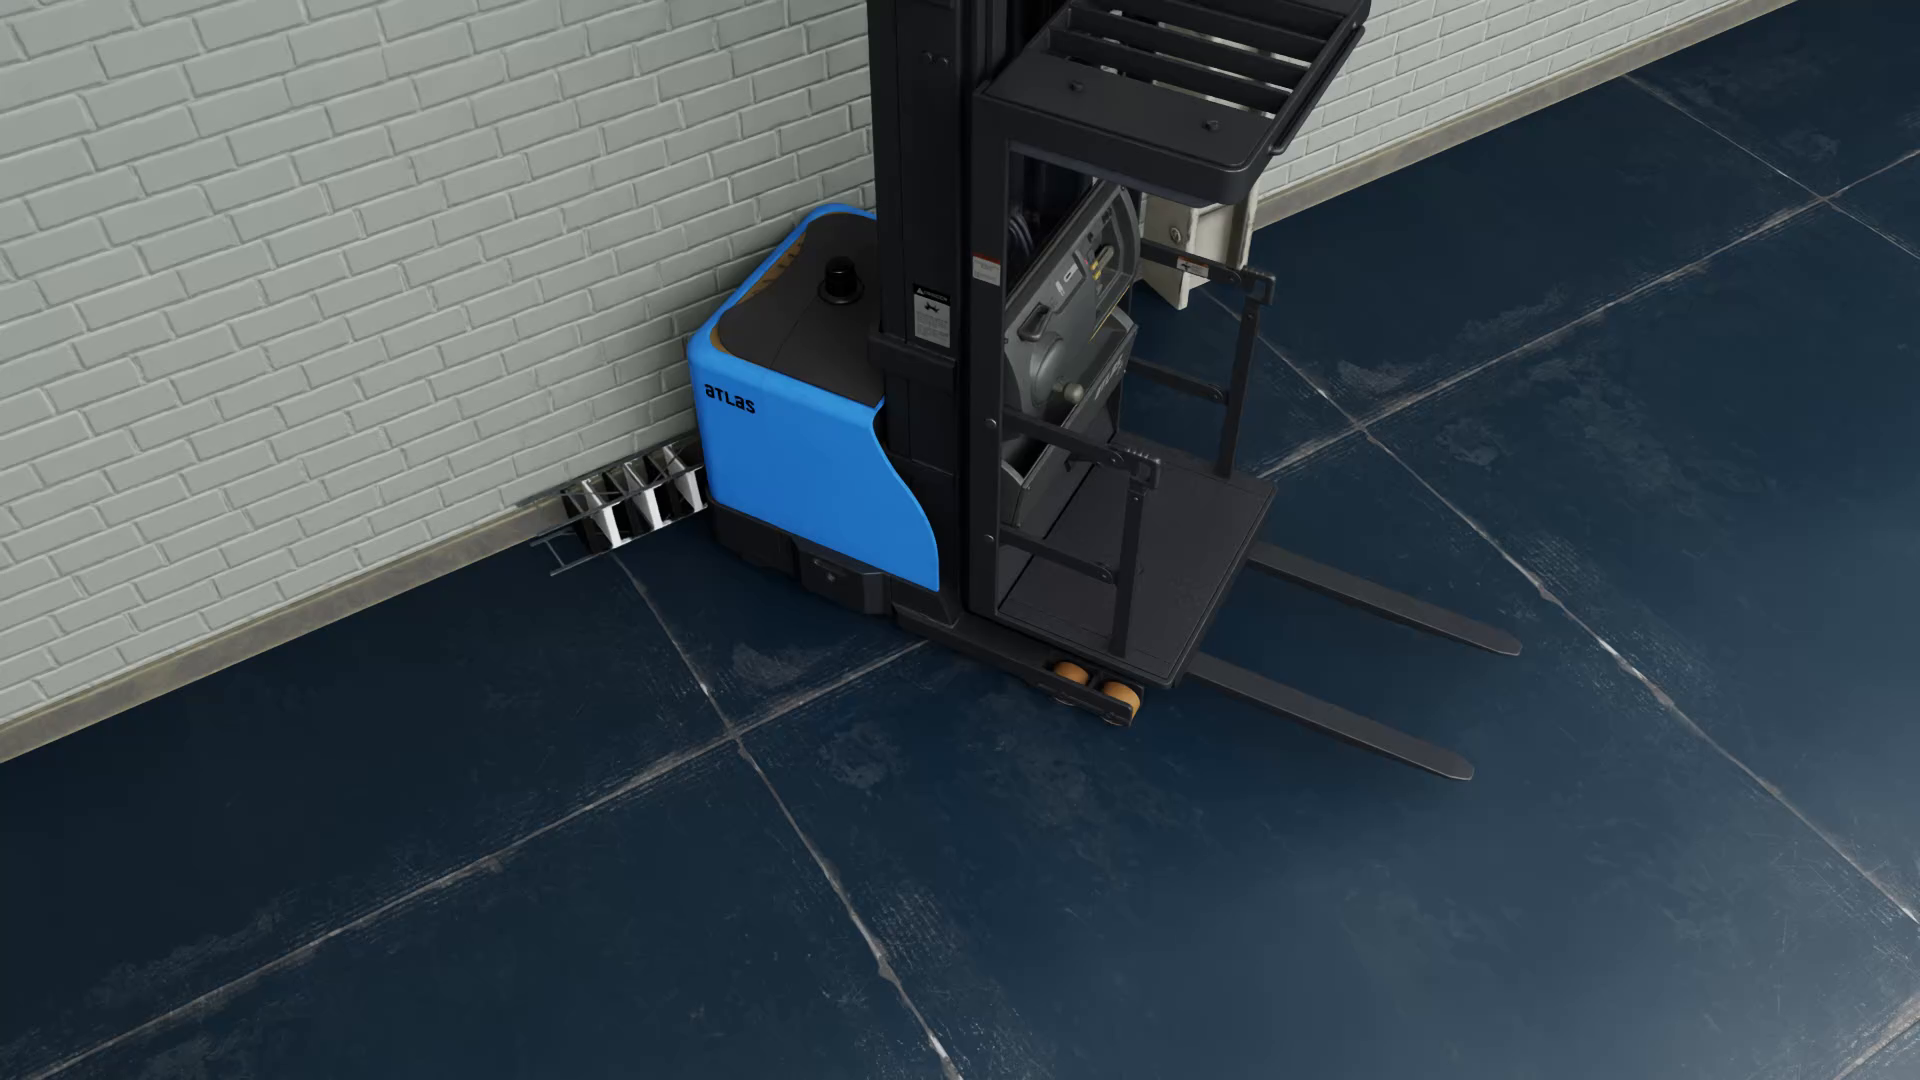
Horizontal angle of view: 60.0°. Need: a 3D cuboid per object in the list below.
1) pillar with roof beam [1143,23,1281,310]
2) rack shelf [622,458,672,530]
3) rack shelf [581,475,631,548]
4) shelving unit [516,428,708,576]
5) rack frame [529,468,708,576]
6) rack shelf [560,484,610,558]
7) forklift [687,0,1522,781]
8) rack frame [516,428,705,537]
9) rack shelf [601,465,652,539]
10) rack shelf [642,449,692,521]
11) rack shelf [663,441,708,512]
[{"bbox_3d":[3.383,-1.504,2.009,0.400,9.000,9.100,-25,53,-21],"label":"pillar with roof beam"},{"bbox_3d":[-1.266,-0.193,6.699,0.077,0.200,0.258,-25,44,-21],"label":"rack shelf"},{"bbox_3d":[-1.418,-0.120,6.635,0.077,0.200,0.258,-25,44,-21],"label":"rack shelf"},{"bbox_3d":[-1.294,-0.179,6.687,0.900,0.210,0.258,-25,44,-21],"label":"shelving unit"},{"bbox_3d":[-1.285,-0.102,6.753,0.900,0.006,0.240,-25,44,-21],"label":"rack frame"},{"bbox_3d":[-1.494,-0.084,6.603,0.077,0.200,0.258,-25,44,-21],"label":"rack shelf"},{"bbox_3d":[0.557,-0.755,5.405,3.031,2.935,1.130,22,52,18],"label":"forklift"},{"bbox_3d":[-1.303,-0.256,6.621,0.900,0.006,0.240,-25,44,-21],"label":"rack frame"},{"bbox_3d":[-1.342,-0.157,6.667,0.077,0.200,0.258,-25,44,-21],"label":"rack shelf"},{"bbox_3d":[-1.190,-0.229,6.731,0.077,0.200,0.258,-25,44,-21],"label":"rack shelf"},{"bbox_3d":[-1.114,-0.265,6.763,0.077,0.200,0.258,-25,44,-21],"label":"rack shelf"}]
